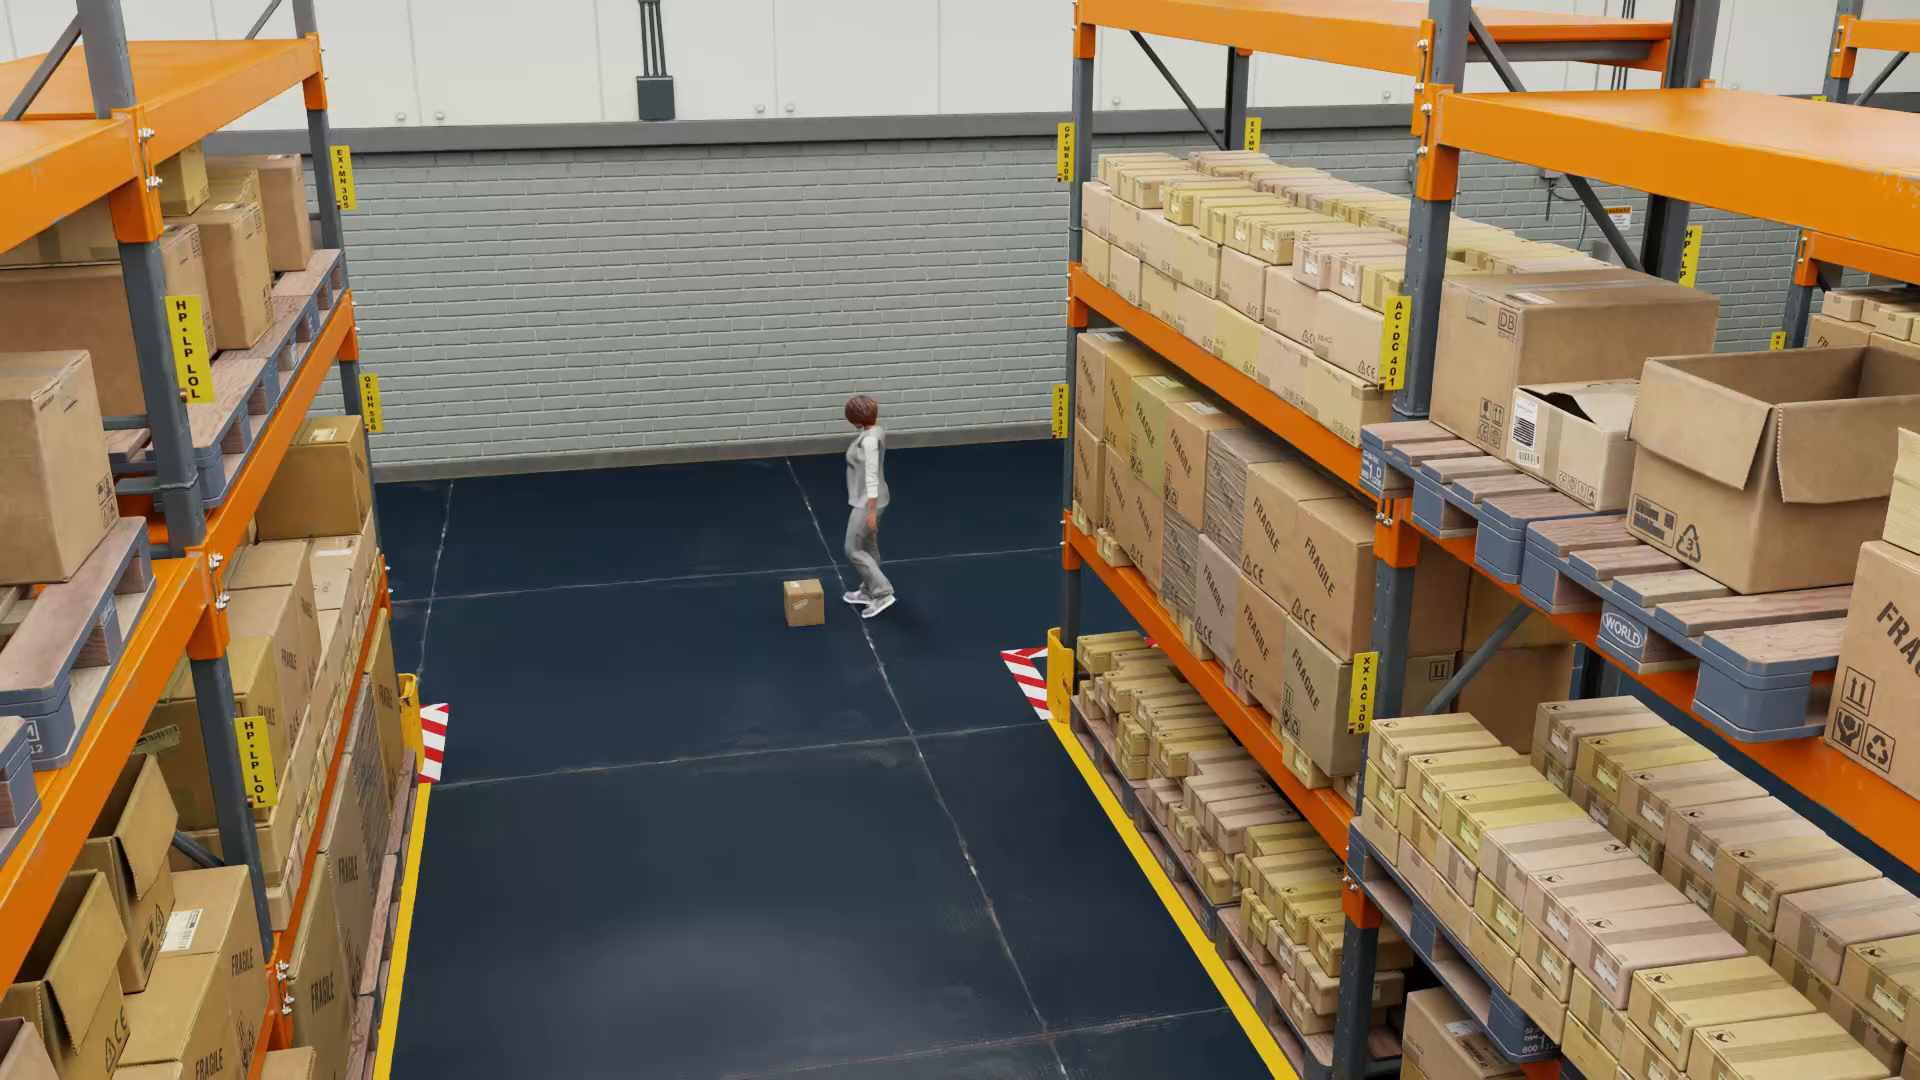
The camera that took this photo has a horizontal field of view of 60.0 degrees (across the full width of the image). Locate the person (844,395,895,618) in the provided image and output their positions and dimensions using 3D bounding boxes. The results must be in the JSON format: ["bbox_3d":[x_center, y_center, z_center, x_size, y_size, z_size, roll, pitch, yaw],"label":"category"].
[{"bbox_3d":[-0.655,-0.241,11.721,0.411,1.579,0.521,1,20,3],"label":"person"}]
